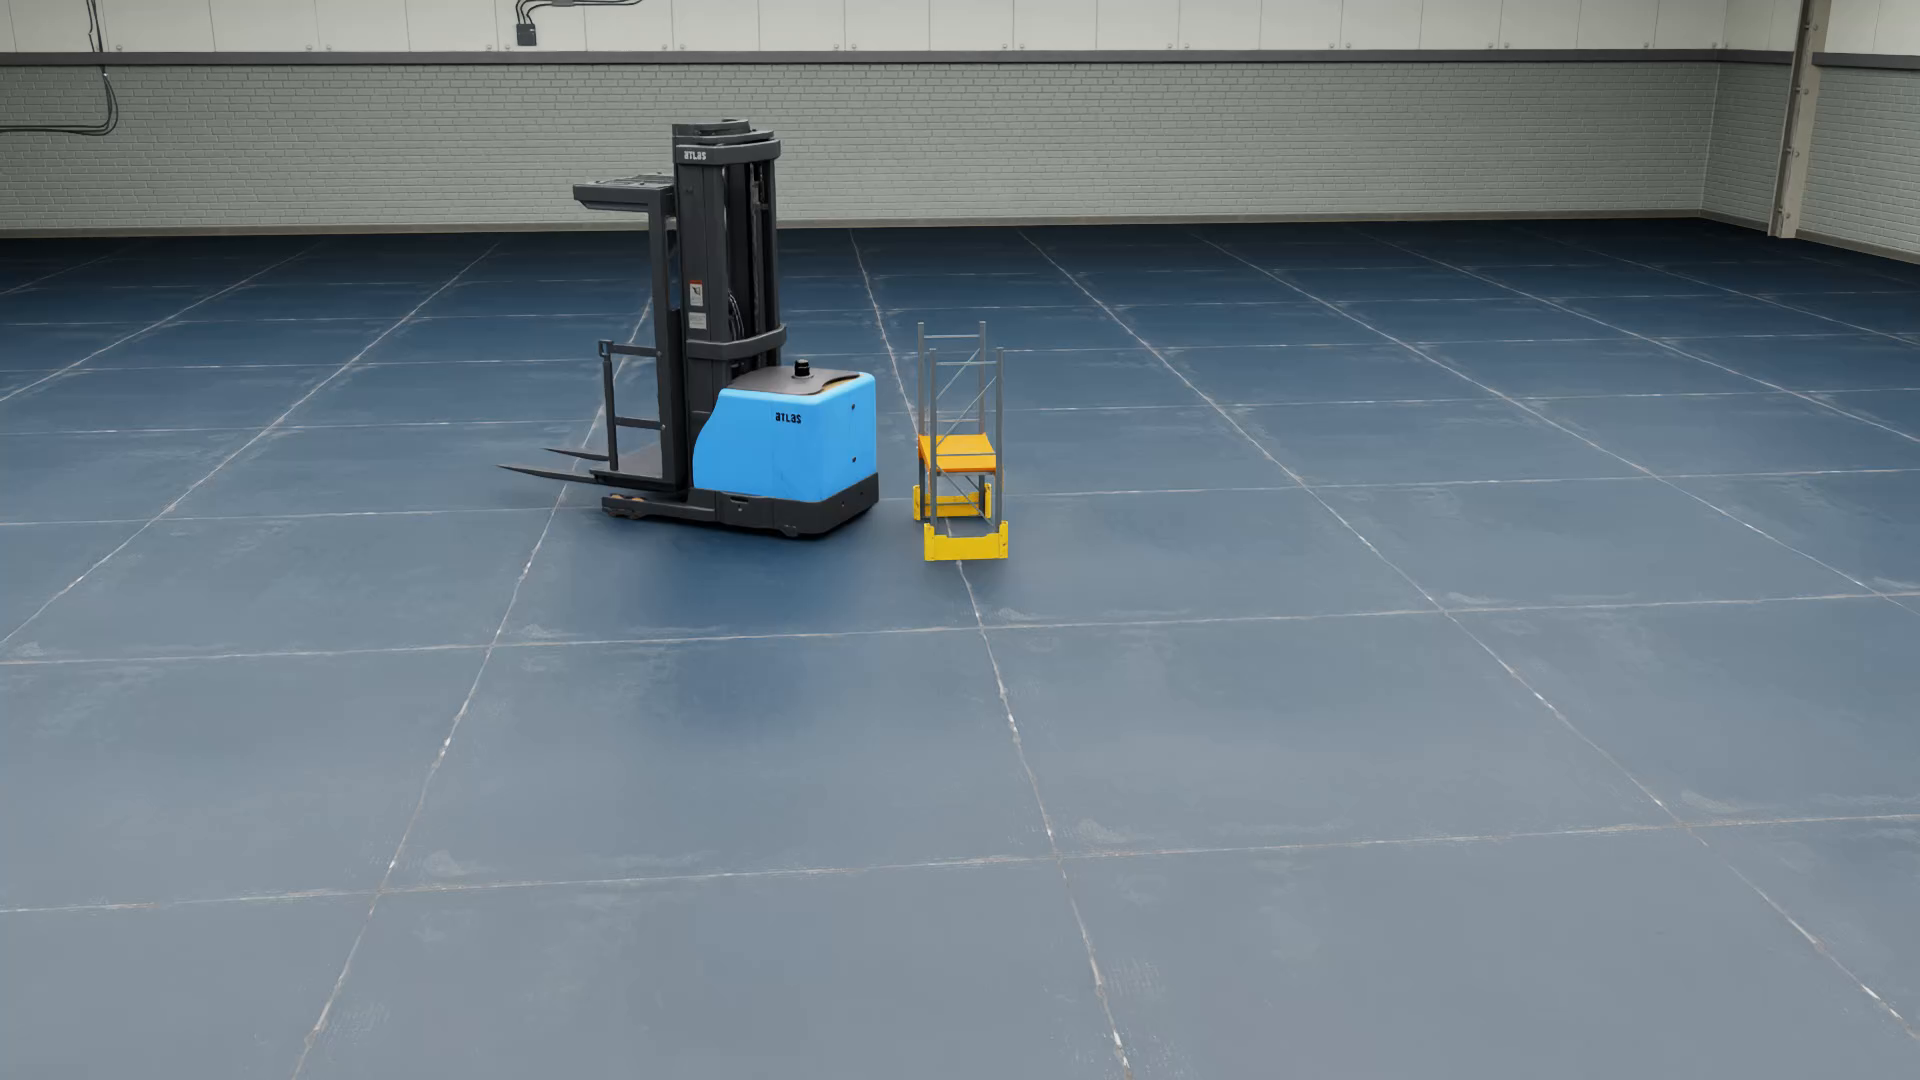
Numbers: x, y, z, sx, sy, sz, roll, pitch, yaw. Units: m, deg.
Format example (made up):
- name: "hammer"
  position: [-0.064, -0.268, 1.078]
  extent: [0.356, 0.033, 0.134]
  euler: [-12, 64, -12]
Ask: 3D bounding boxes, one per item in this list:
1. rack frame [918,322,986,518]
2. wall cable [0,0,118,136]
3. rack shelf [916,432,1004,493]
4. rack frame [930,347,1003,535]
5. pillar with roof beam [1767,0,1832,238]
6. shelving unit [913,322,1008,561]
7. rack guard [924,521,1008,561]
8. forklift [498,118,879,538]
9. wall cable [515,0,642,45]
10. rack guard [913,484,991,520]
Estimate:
- name: "rack frame"
  position: [-0.061, -0.892, 12.516]
  extent: [0.500, 1.500, 0.032]
  euler: [-2, 18, -6]
- name: "wall cable"
  position: [-15.942, -8.067, 28.033]
  extent: [3.097, 2.526, 0.112]
  euler: [-2, 18, -6]
- name: "rack shelf"
  position: [-0.009, -0.569, 12.087]
  extent: [0.538, 0.185, 1.000]
  euler: [-2, 18, -6]
- name: "rack frame"
  position: [0.044, -0.590, 11.551]
  extent: [0.500, 1.500, 0.032]
  euler: [-2, 18, -6]
- name: "pillar with roof beam"
  position: [10.096, -9.470, 27.318]
  extent: [9.100, 9.000, 0.400]
  euler: [-2, 18, -6]
- name: "shelving unit"
  position: [-0.008, -0.738, 12.025]
  extent: [0.587, 1.500, 1.083]
  euler: [-2, 18, -6]
- name: "rack guard"
  position: [0.044, 0.006, 11.739]
  extent: [0.587, 0.250, 0.087]
  euler: [-2, 18, -6]
- name: "forklift"
  position: [-2.191, -1.690, 12.666]
  extent: [3.031, 2.935, 1.130]
  euler: [8, 19, 23]
- name: "wall cable"
  position: [-6.498, -11.459, 27.977]
  extent: [2.305, 6.003, 0.169]
  euler: [-2, 18, -6]
- name: "rack guard"
  position: [-0.059, -0.290, 12.685]
  extent: [0.587, 0.250, 0.087]
  euler: [-2, 18, -6]
